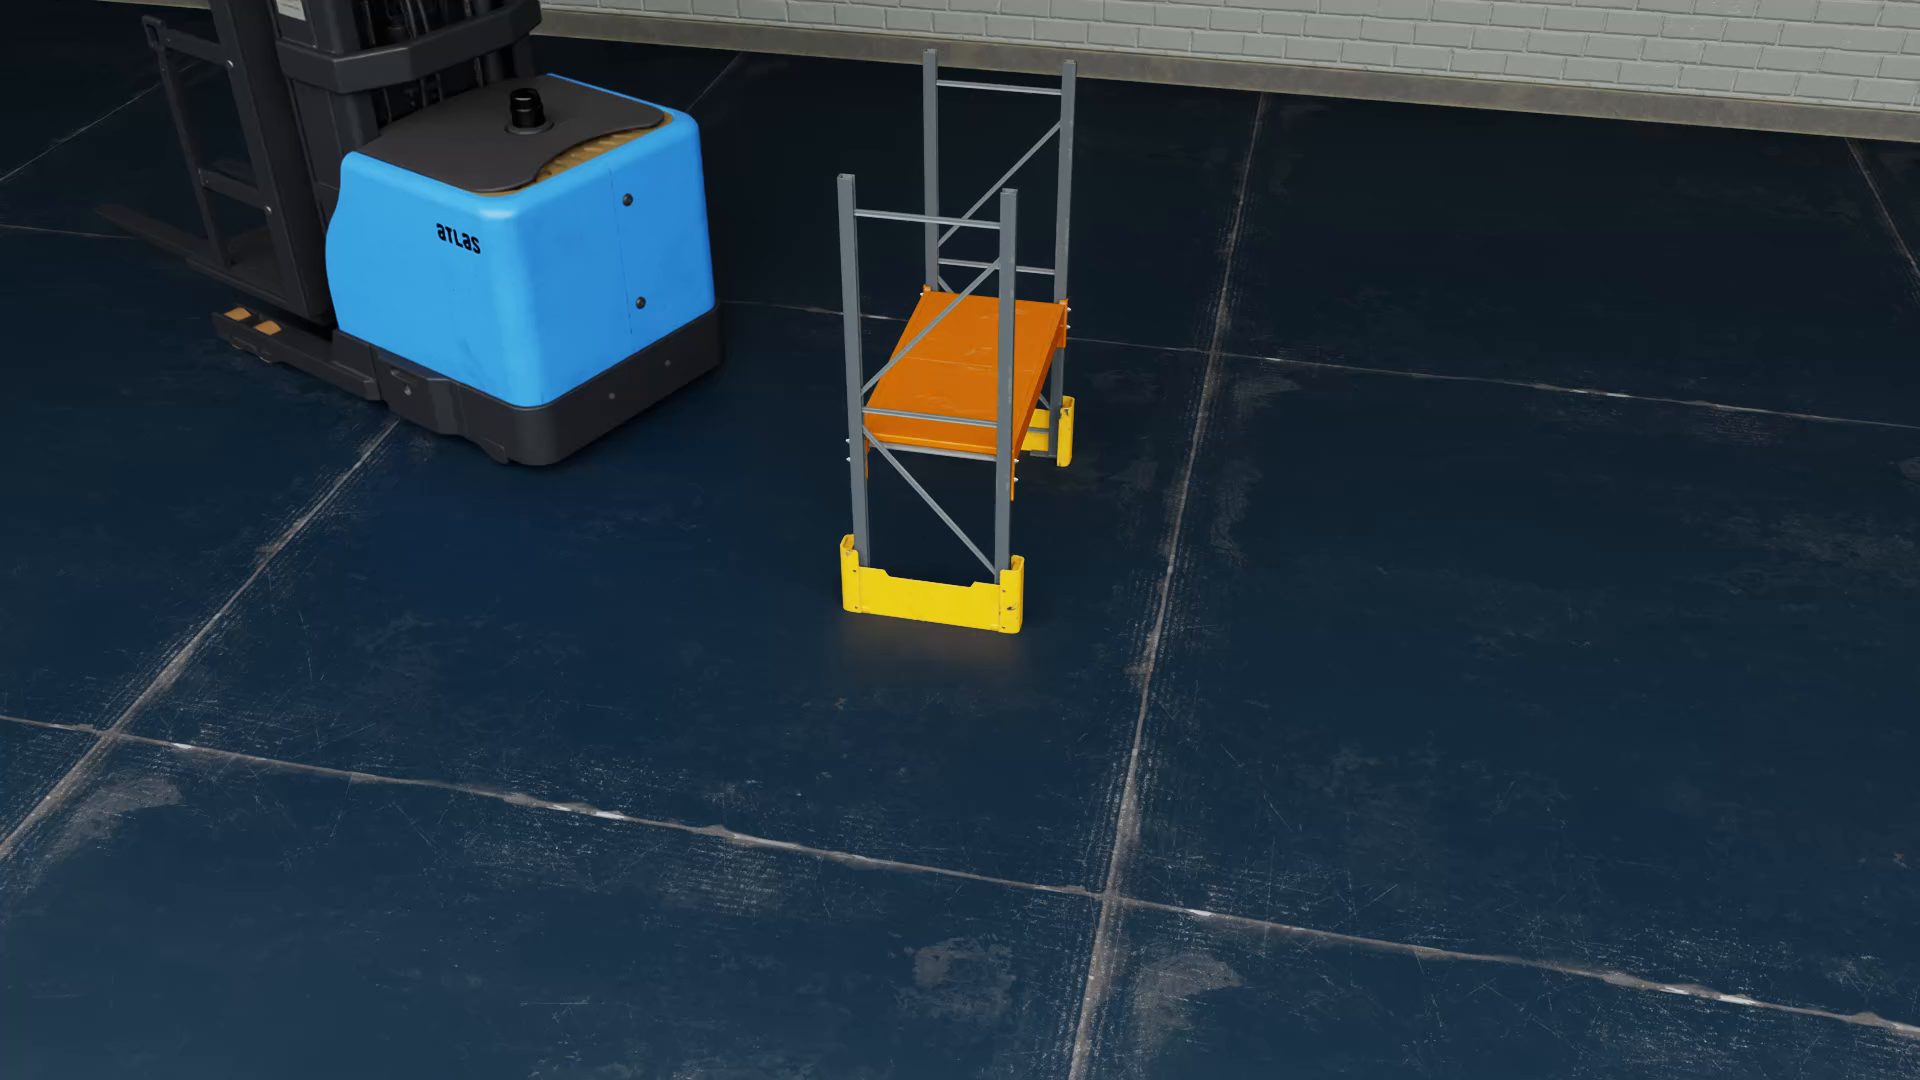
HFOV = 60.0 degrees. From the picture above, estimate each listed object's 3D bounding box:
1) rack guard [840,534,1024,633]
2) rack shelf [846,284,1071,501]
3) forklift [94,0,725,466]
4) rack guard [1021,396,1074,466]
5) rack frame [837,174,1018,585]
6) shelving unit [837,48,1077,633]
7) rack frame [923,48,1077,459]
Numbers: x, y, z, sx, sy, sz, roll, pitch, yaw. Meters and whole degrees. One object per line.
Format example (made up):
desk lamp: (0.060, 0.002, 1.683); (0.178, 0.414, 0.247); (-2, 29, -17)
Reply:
rack guard: (-0.090, 0.141, 5.343); (0.587, 0.250, 0.087); (7, 37, 10)
rack shelf: (0.018, -0.511, 5.483); (0.538, 0.185, 1.000); (7, 37, 10)
forklift: (-2.436, -2.134, 6.197); (3.031, 2.935, 1.130); (23, 42, 28)
rack guard: (0.123, -0.430, 6.131); (0.587, 0.250, 0.087); (7, 37, 10)
rack frame: (-0.090, -0.365, 4.975); (0.500, 1.500, 0.032); (7, 37, 10)
shelving unit: (0.016, -0.651, 5.370); (0.587, 1.500, 1.083); (7, 37, 10)
rack frame: (0.127, -0.948, 5.779); (0.500, 1.500, 0.032); (7, 37, 10)
